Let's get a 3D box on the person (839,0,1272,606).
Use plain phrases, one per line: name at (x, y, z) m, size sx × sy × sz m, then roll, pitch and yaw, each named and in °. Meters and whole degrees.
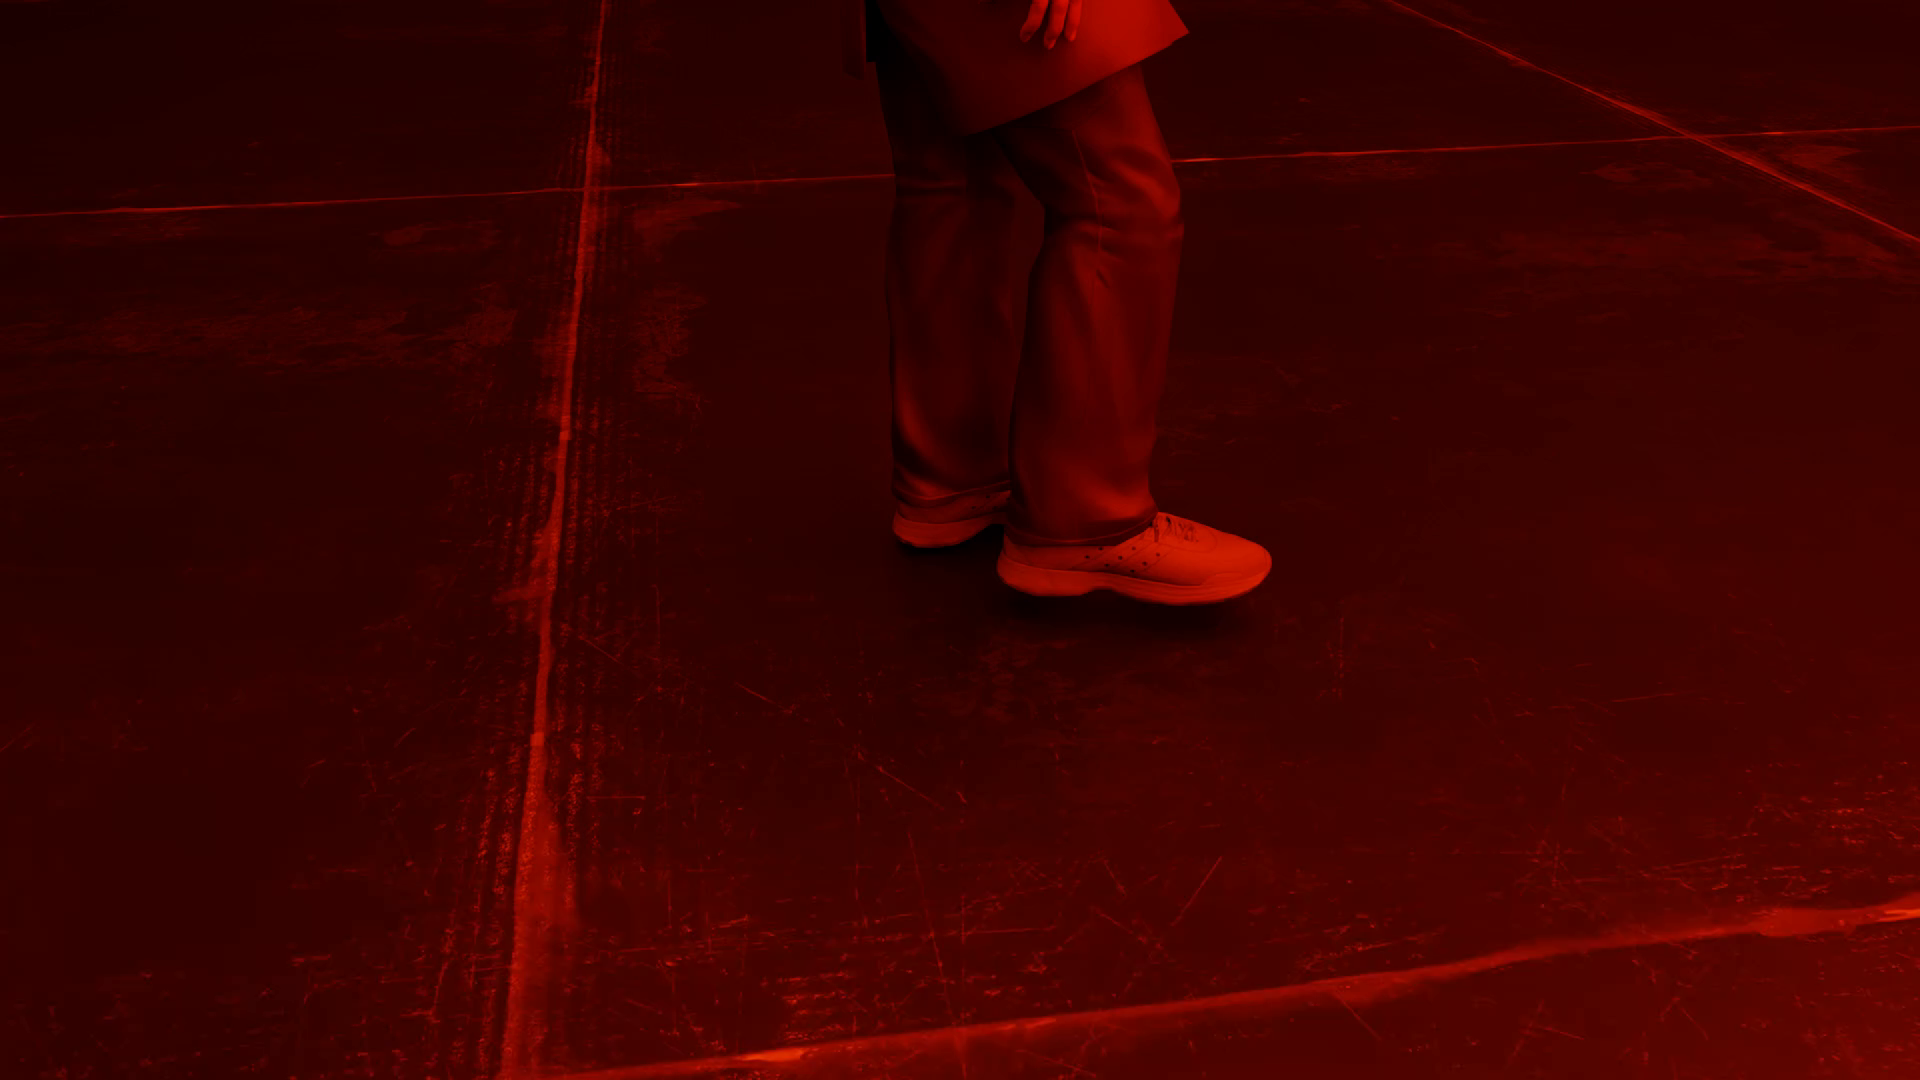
person at (0.091, -0.797, 2.090) m, size 0.583 × 1.775 × 0.696 m, roll -5°, pitch 28°, yaw -9°
